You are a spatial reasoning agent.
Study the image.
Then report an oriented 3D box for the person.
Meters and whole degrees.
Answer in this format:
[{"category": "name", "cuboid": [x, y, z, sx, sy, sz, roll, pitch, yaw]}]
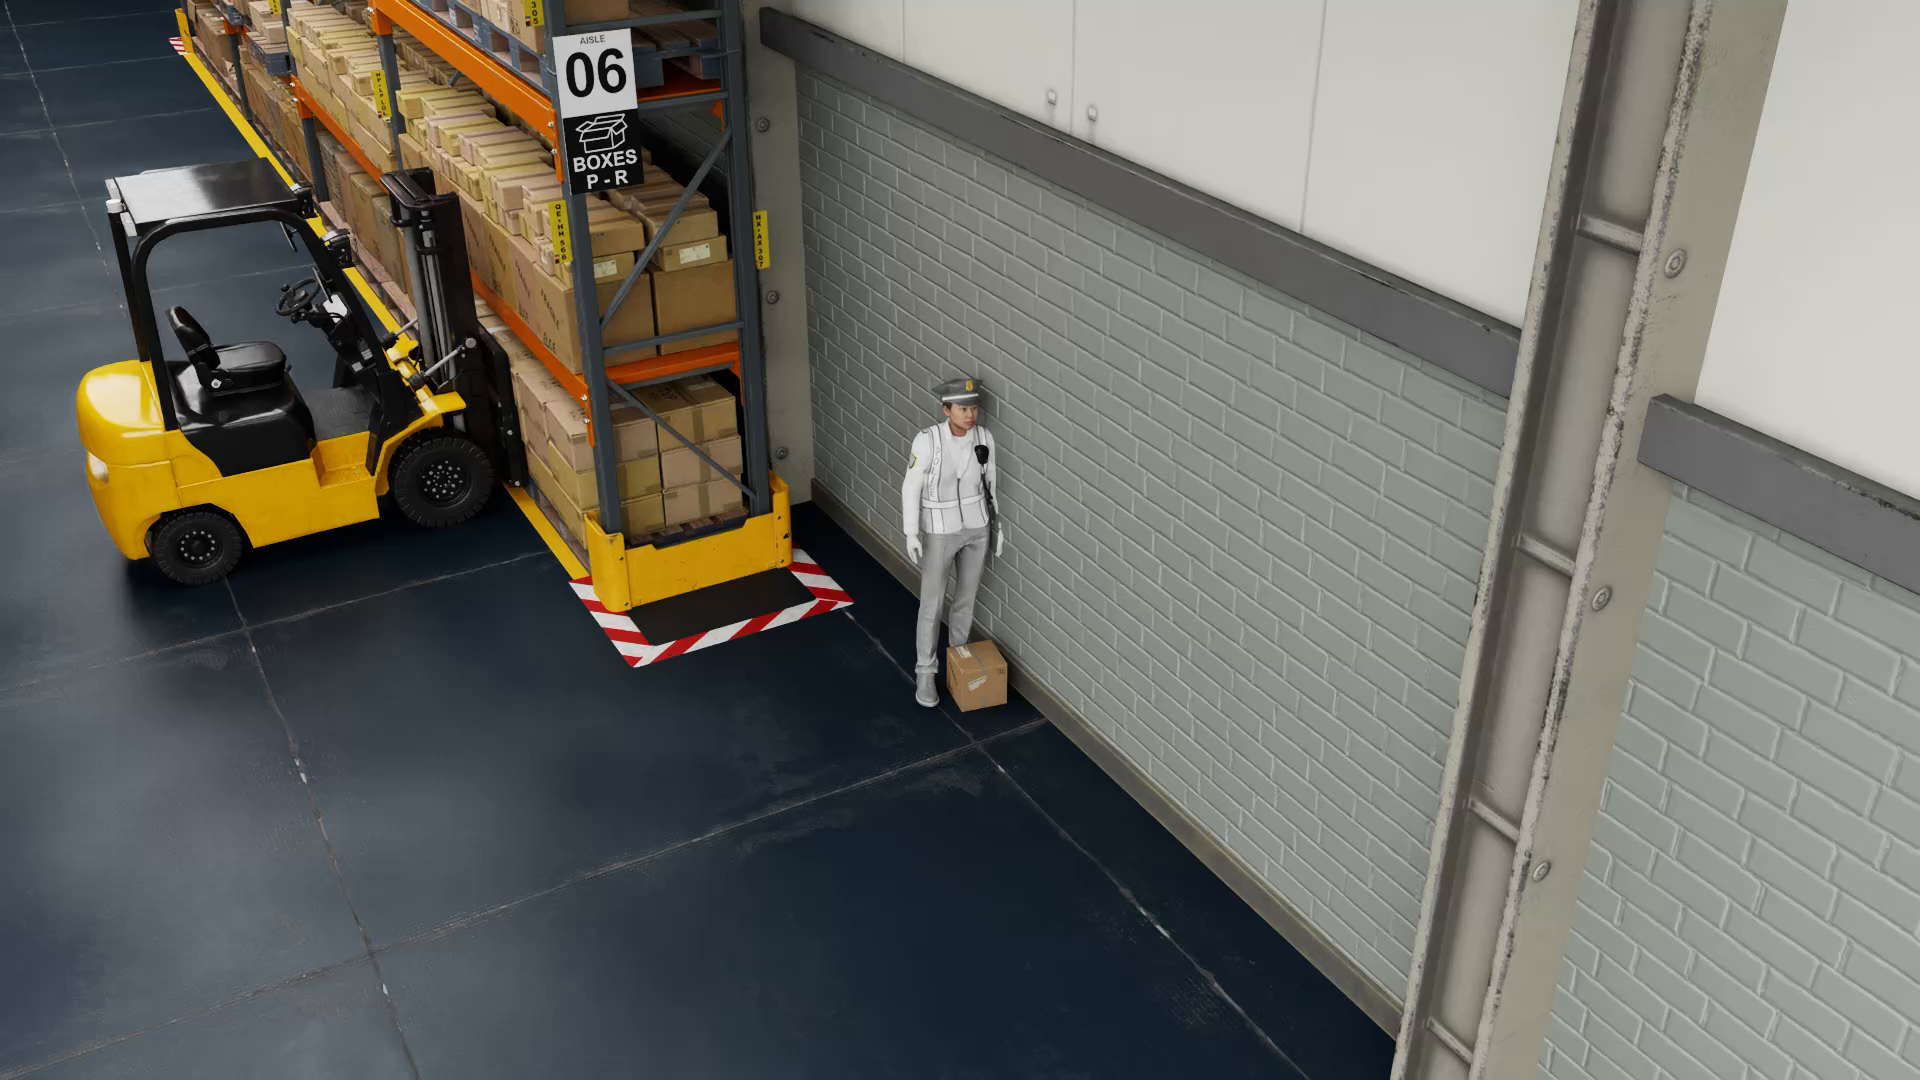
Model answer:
[{"category": "person", "cuboid": [-0.002, -0.018, 8.535, 0.586, 1.695, 0.533, -9, 30, -15]}]
